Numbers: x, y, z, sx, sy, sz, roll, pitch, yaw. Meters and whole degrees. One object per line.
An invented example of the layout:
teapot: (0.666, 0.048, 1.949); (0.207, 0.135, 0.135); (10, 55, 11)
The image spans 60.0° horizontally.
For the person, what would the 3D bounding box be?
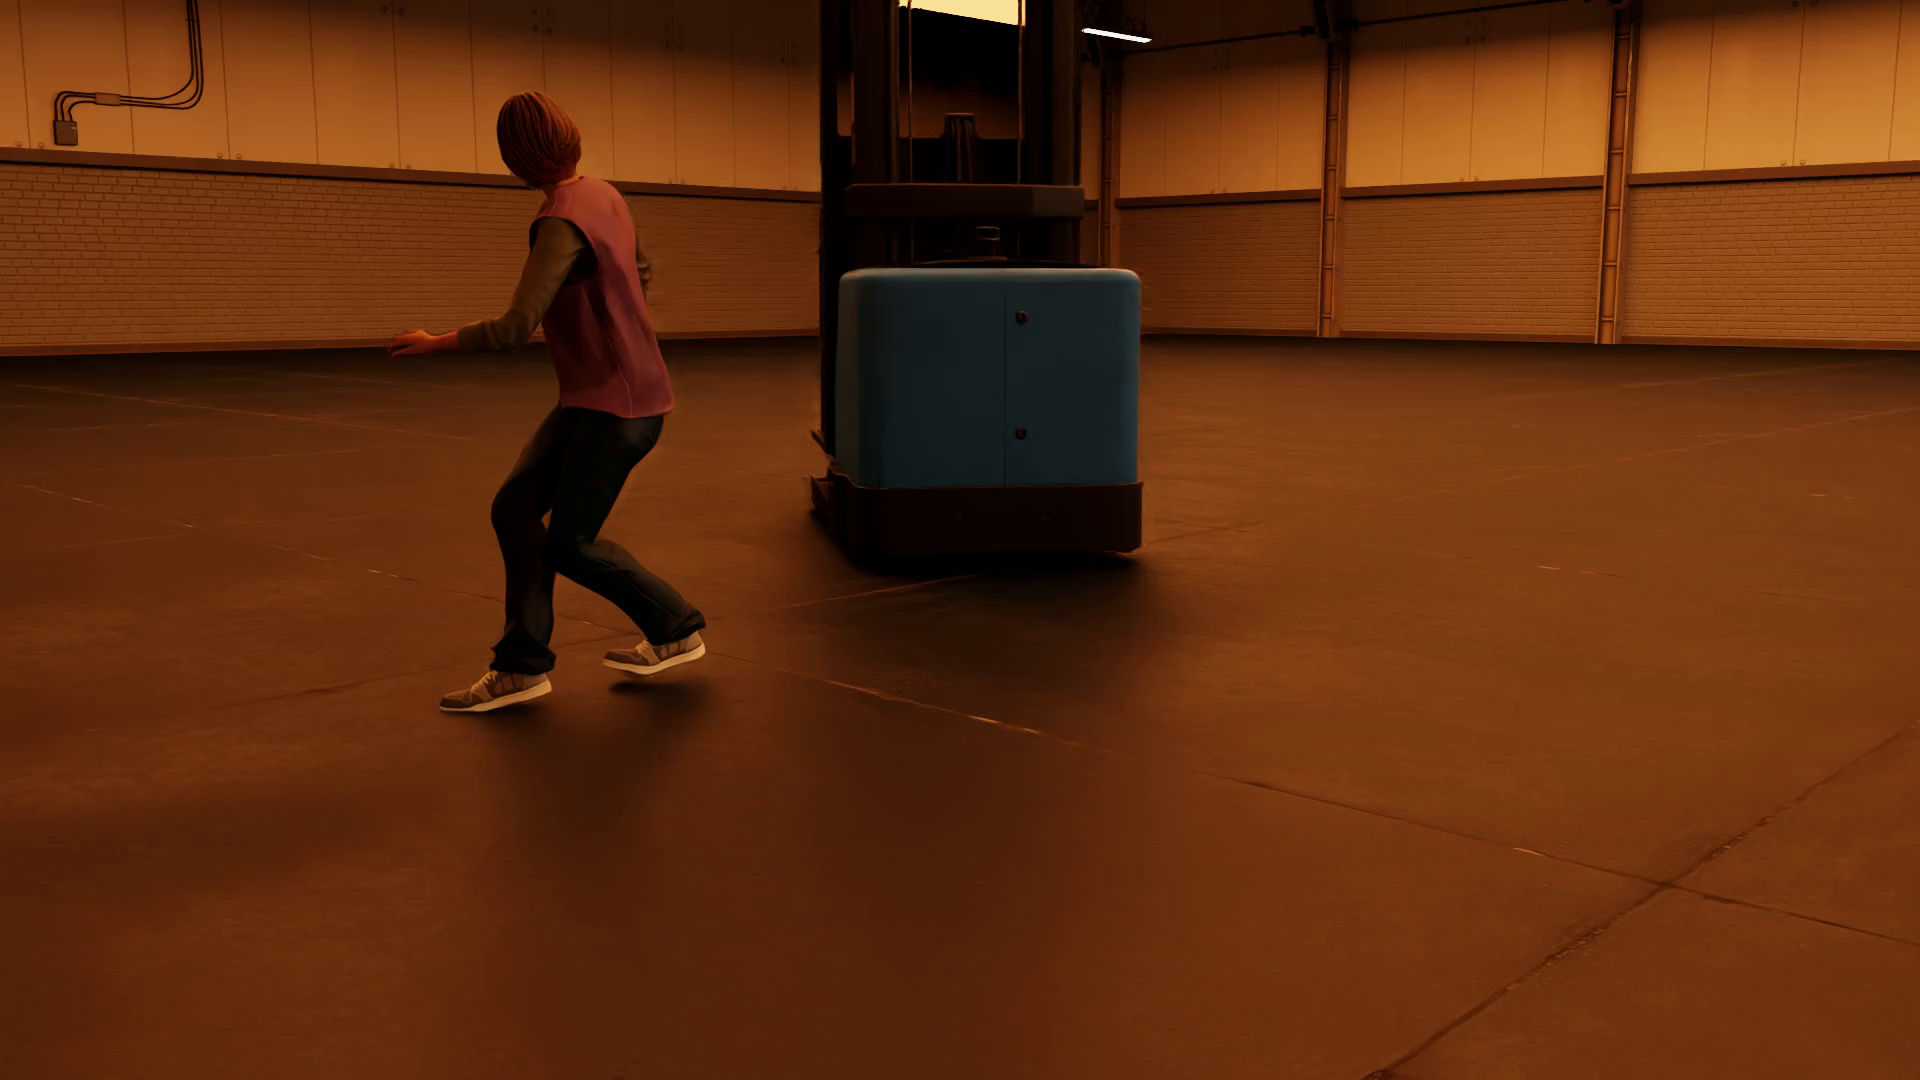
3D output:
person: (-1.027, -0.341, 4.155); (0.755, 1.478, 0.676); (-3, 9, -18)

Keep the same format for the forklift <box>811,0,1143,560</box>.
forklift: (-0.077, -1.554, 7.191); (1.130, 2.935, 3.031); (-1, 9, -9)
